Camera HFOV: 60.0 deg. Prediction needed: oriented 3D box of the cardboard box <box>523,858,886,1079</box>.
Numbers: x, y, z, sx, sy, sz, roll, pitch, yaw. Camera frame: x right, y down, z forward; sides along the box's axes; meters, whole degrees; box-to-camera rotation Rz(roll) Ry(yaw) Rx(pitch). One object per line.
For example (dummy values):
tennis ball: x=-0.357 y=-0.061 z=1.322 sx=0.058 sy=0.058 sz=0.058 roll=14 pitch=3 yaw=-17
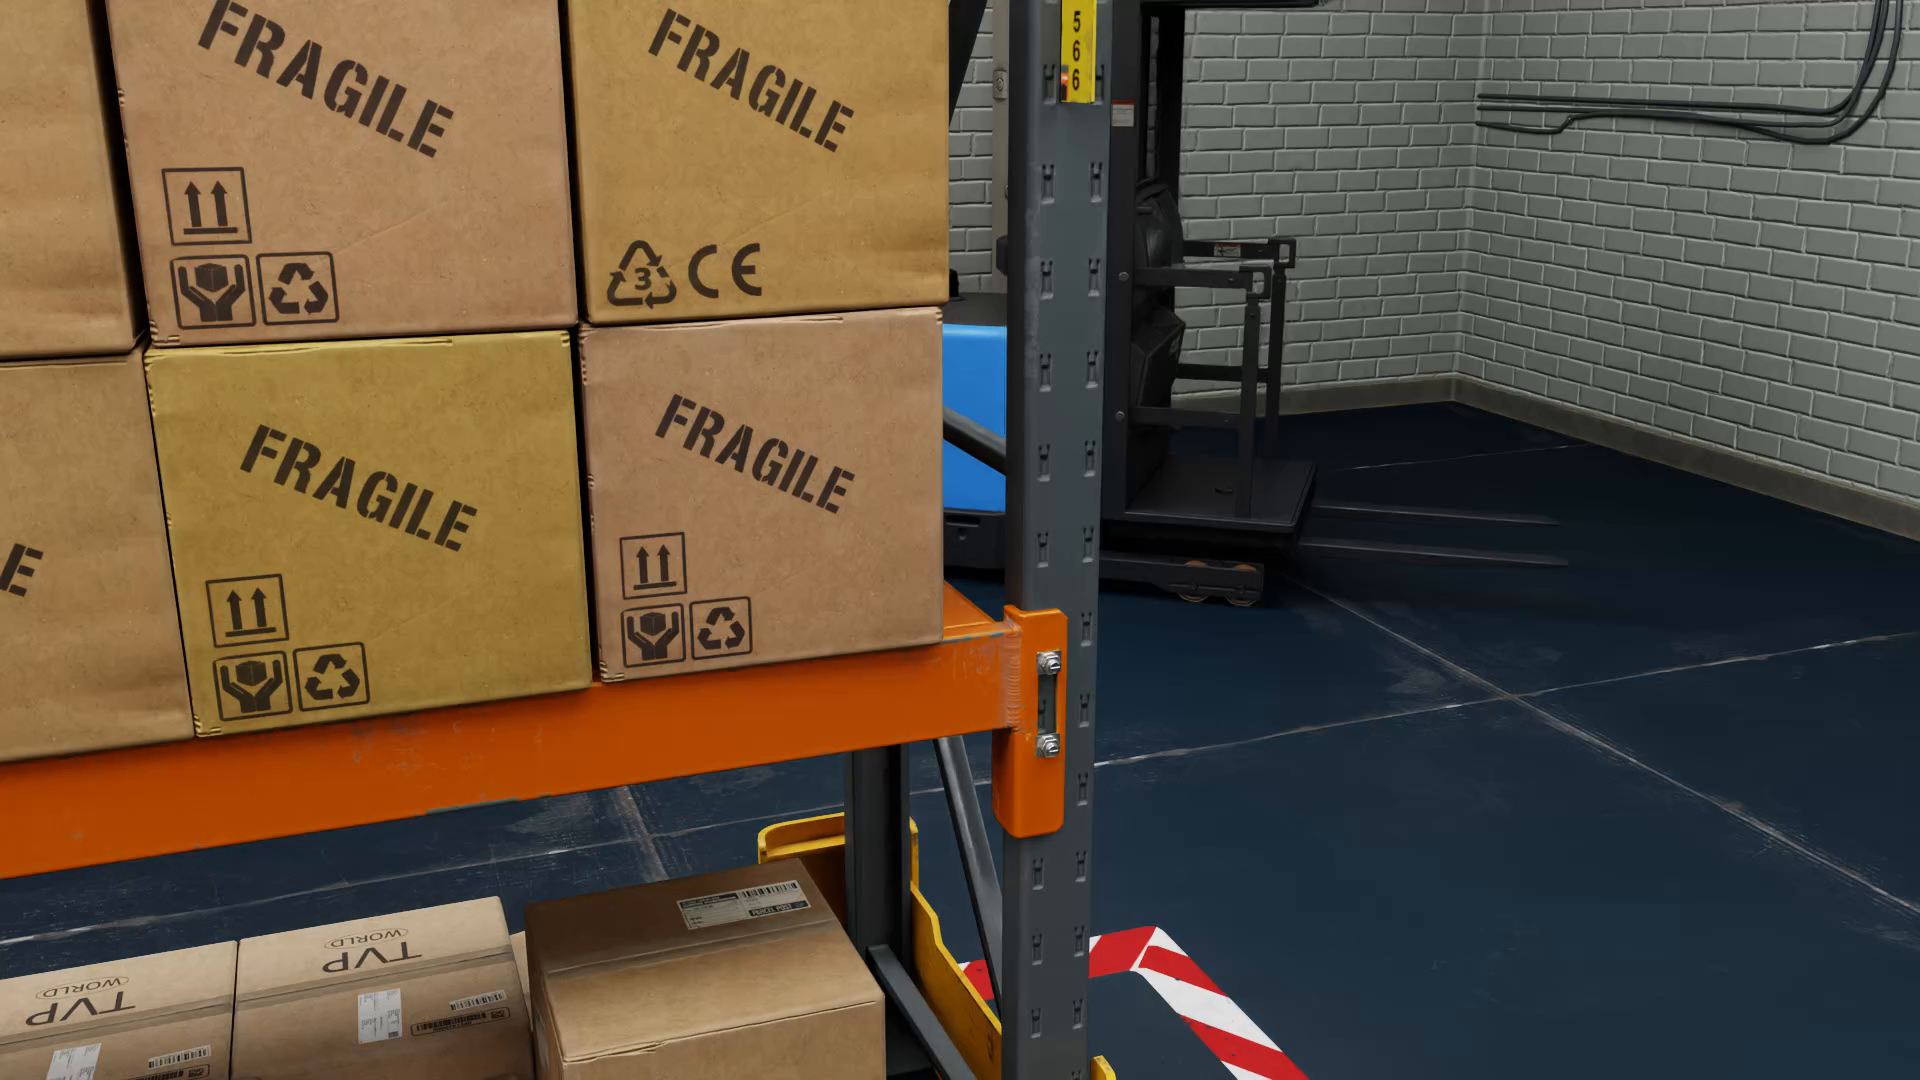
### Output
cardboard box: x=-0.439 y=0.912 z=2.825 sx=0.500 sy=0.500 sz=0.500 roll=-6 pitch=17 yaw=-20

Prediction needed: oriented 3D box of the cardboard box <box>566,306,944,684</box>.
cardboard box: x=-0.340 y=-0.127 z=2.531 sx=0.500 sy=0.500 sz=0.500 roll=-6 pitch=17 yaw=-18

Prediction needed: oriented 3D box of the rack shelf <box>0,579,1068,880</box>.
rack shelf: x=-1.887 y=0.351 z=2.357 sx=4.000 sy=0.370 sz=1.077 roll=-6 pitch=17 yaw=-20

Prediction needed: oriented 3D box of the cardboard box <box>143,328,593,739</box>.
cardboard box: x=-0.823 y=-0.074 z=2.350 sx=0.500 sy=0.500 sz=0.500 roll=-6 pitch=17 yaw=-20

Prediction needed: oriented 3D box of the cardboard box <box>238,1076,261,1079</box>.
cardboard box: x=-1.337 y=1.120 z=2.561 sx=0.500 sy=0.250 sz=0.500 roll=-6 pitch=17 yaw=-20

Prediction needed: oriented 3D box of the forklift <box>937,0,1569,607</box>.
forklift: x=1.011 y=-1.305 z=6.842 sx=3.031 sy=2.935 sz=1.130 roll=5 pitch=17 yaw=16

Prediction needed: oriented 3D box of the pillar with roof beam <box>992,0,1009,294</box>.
pillar with roof beam: x=1.957 y=-3.745 z=4.379 sx=0.400 sy=9.000 sz=9.100 roll=-6 pitch=17 yaw=-20

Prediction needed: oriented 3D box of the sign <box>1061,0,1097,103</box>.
sign: x=0.160 y=-0.755 z=2.231 sx=0.005 sy=0.325 sz=0.100 roll=-6 pitch=17 yaw=-20

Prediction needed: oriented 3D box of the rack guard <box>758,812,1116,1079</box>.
rack guard: x=-0.090 y=1.011 z=3.269 sx=0.348 sy=0.500 sz=1.175 roll=-6 pitch=17 yaw=-20

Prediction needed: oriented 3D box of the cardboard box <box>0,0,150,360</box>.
cardboard box: x=-1.291 y=-0.502 z=2.032 sx=0.500 sy=0.500 sz=0.500 roll=-6 pitch=17 yaw=-19

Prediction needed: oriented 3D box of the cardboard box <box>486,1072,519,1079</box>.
cardboard box: x=-0.849 y=1.089 z=2.814 sx=0.250 sy=0.166 sz=0.380 roll=-6 pitch=17 yaw=-20

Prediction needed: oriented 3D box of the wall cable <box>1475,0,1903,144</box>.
wall cable: x=3.614 y=-3.364 z=8.593 sx=0.112 sy=2.526 sz=3.097 roll=-6 pitch=17 yaw=-20

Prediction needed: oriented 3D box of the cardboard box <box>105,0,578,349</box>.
cardboard box: x=-0.808 y=-0.556 z=2.214 sx=0.500 sy=0.500 sz=0.500 roll=-6 pitch=17 yaw=-19

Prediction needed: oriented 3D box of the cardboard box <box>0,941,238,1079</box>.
cardboard box: x=-1.562 y=0.993 z=2.992 sx=0.500 sy=0.250 sz=0.500 roll=-6 pitch=17 yaw=-20

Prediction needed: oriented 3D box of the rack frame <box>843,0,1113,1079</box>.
rack frame: x=-0.019 y=-0.196 z=2.943 sx=0.127 sy=3.000 sz=1.000 roll=-6 pitch=17 yaw=-20

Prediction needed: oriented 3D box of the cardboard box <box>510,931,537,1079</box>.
cardboard box: x=-0.767 y=0.929 z=3.358 sx=0.250 sy=0.166 sz=0.380 roll=-6 pitch=17 yaw=-20

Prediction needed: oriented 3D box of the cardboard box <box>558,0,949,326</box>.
cardboard box: x=-0.337 y=-0.607 z=2.388 sx=0.500 sy=0.500 sz=0.500 roll=-6 pitch=18 yaw=-21

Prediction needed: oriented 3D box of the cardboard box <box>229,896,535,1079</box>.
cardboard box: x=-1.096 y=0.943 z=3.164 sx=0.500 sy=0.250 sz=0.500 roll=-6 pitch=17 yaw=-20

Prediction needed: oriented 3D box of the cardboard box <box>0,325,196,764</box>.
cardboard box: x=-1.291 y=-0.025 z=2.183 sx=0.500 sy=0.500 sz=0.500 roll=-6 pitch=17 yaw=-20
